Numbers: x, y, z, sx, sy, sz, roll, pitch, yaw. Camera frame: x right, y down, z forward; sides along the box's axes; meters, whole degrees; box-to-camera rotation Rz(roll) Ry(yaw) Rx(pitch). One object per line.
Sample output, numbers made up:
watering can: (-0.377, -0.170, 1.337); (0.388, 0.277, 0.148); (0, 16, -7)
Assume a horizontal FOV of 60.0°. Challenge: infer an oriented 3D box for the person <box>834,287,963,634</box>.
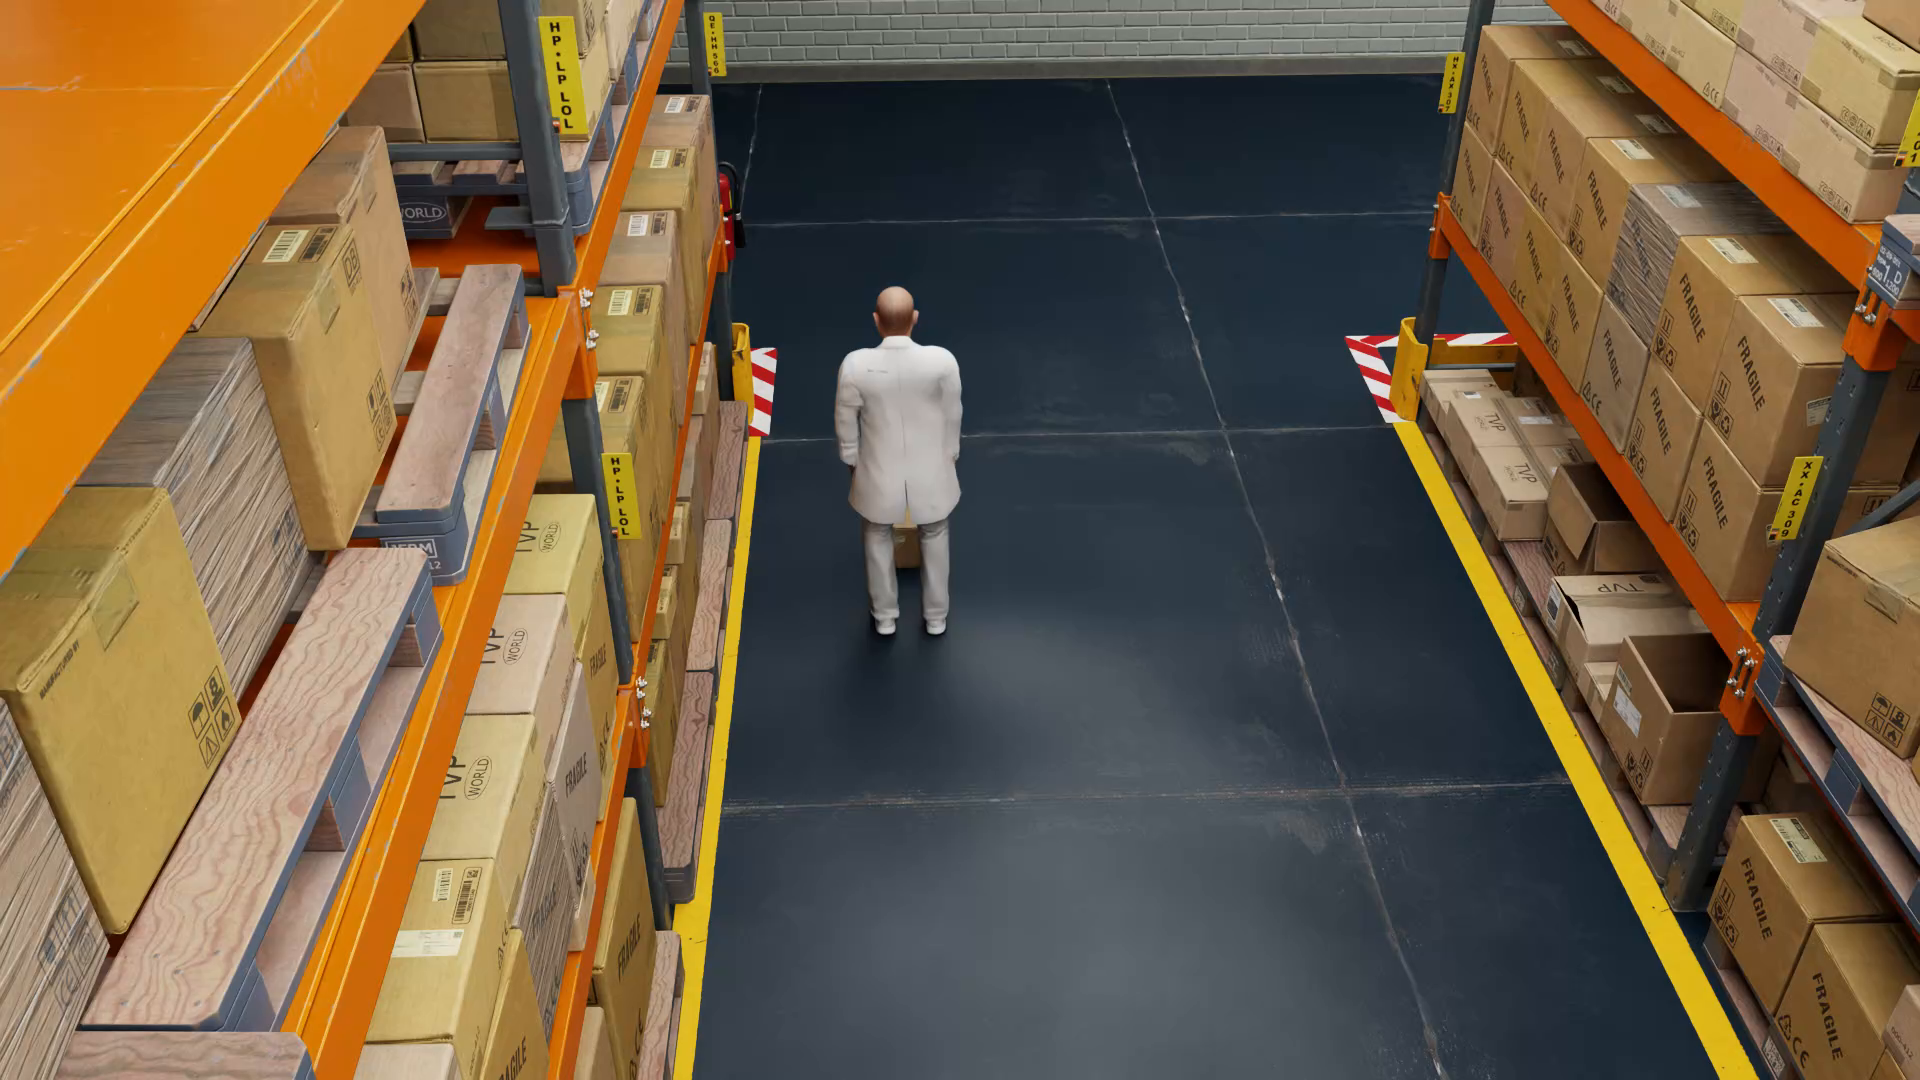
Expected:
person: (-0.279, -0.344, 7.692); (0.579, 1.746, 0.395); (-1, 35, -2)
